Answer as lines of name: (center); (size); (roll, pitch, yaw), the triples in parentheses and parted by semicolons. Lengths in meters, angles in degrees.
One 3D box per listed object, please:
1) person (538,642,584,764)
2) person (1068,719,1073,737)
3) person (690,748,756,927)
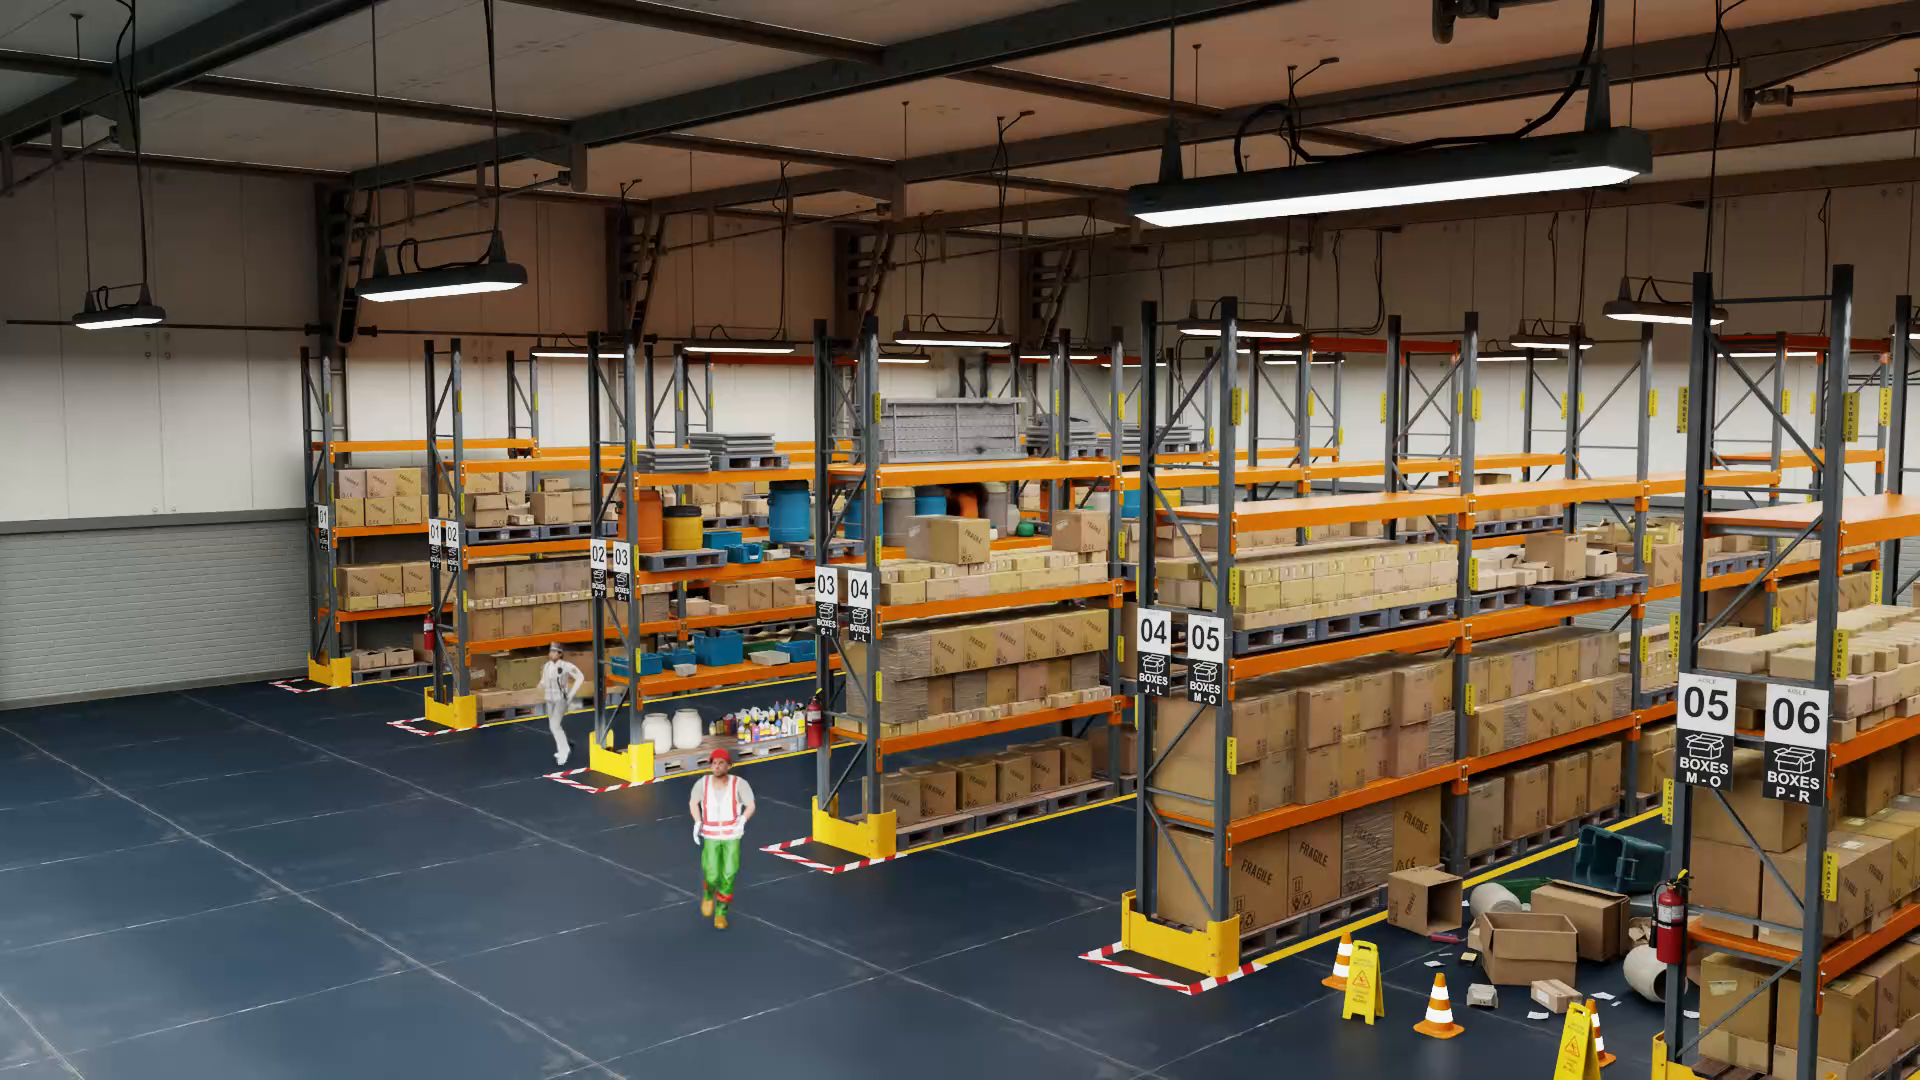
person: (-5.637, 2.284, 23.295); (0.611, 1.735, 0.640); (3, 6, 27)
person: (1.493, 2.136, 24.602); (0.704, 1.732, 0.628); (4, 6, 35)
person: (-2.293, 2.881, 16.056); (0.637, 1.749, 0.607); (0, 5, -6)
